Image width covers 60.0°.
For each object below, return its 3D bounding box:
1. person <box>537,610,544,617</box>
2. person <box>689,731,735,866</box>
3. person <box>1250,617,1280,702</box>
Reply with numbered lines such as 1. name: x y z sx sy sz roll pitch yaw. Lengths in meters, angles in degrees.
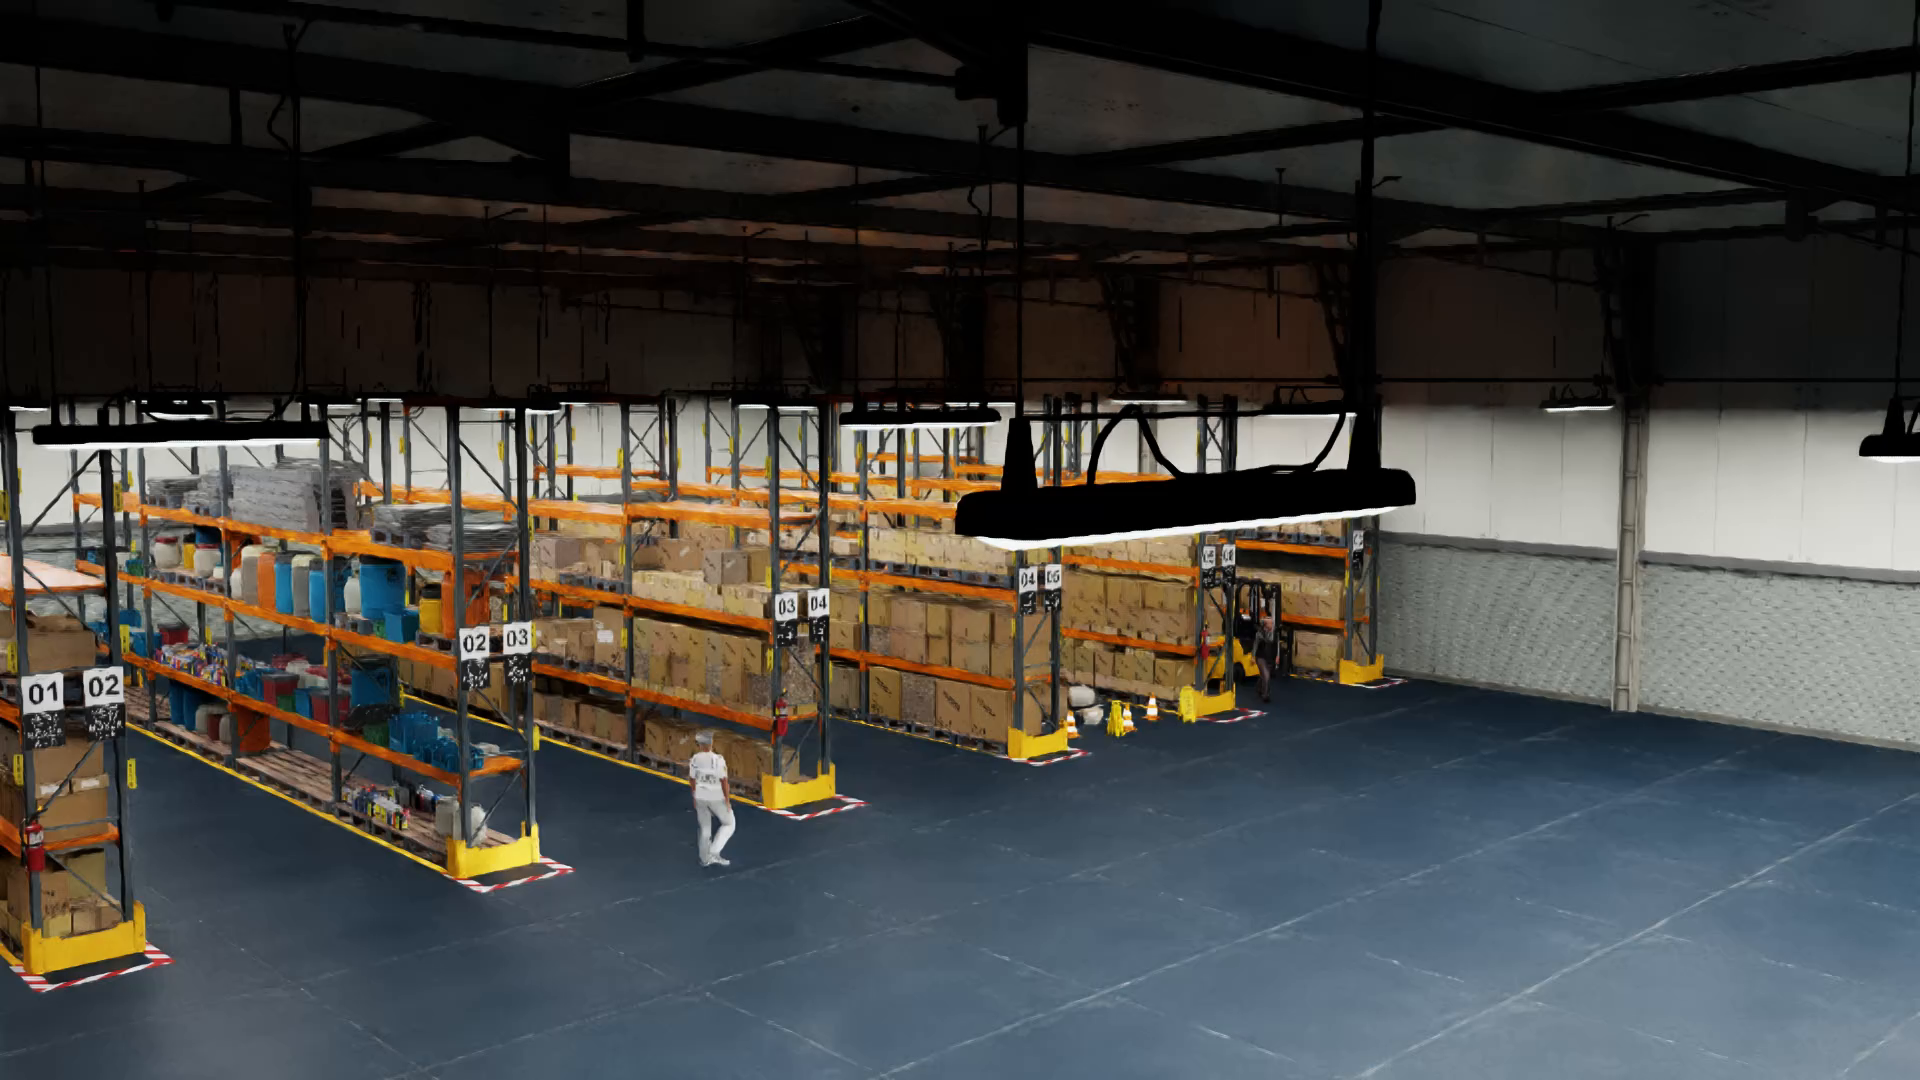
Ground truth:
1. person: -8.625 2.231 34.086 0.527 1.592 0.522 -1 6 -12
2. person: -3.241 3.369 21.606 0.578 1.755 0.467 2 6 19
3. person: 6.049 2.332 32.863 0.571 1.671 0.961 -2 6 -22
